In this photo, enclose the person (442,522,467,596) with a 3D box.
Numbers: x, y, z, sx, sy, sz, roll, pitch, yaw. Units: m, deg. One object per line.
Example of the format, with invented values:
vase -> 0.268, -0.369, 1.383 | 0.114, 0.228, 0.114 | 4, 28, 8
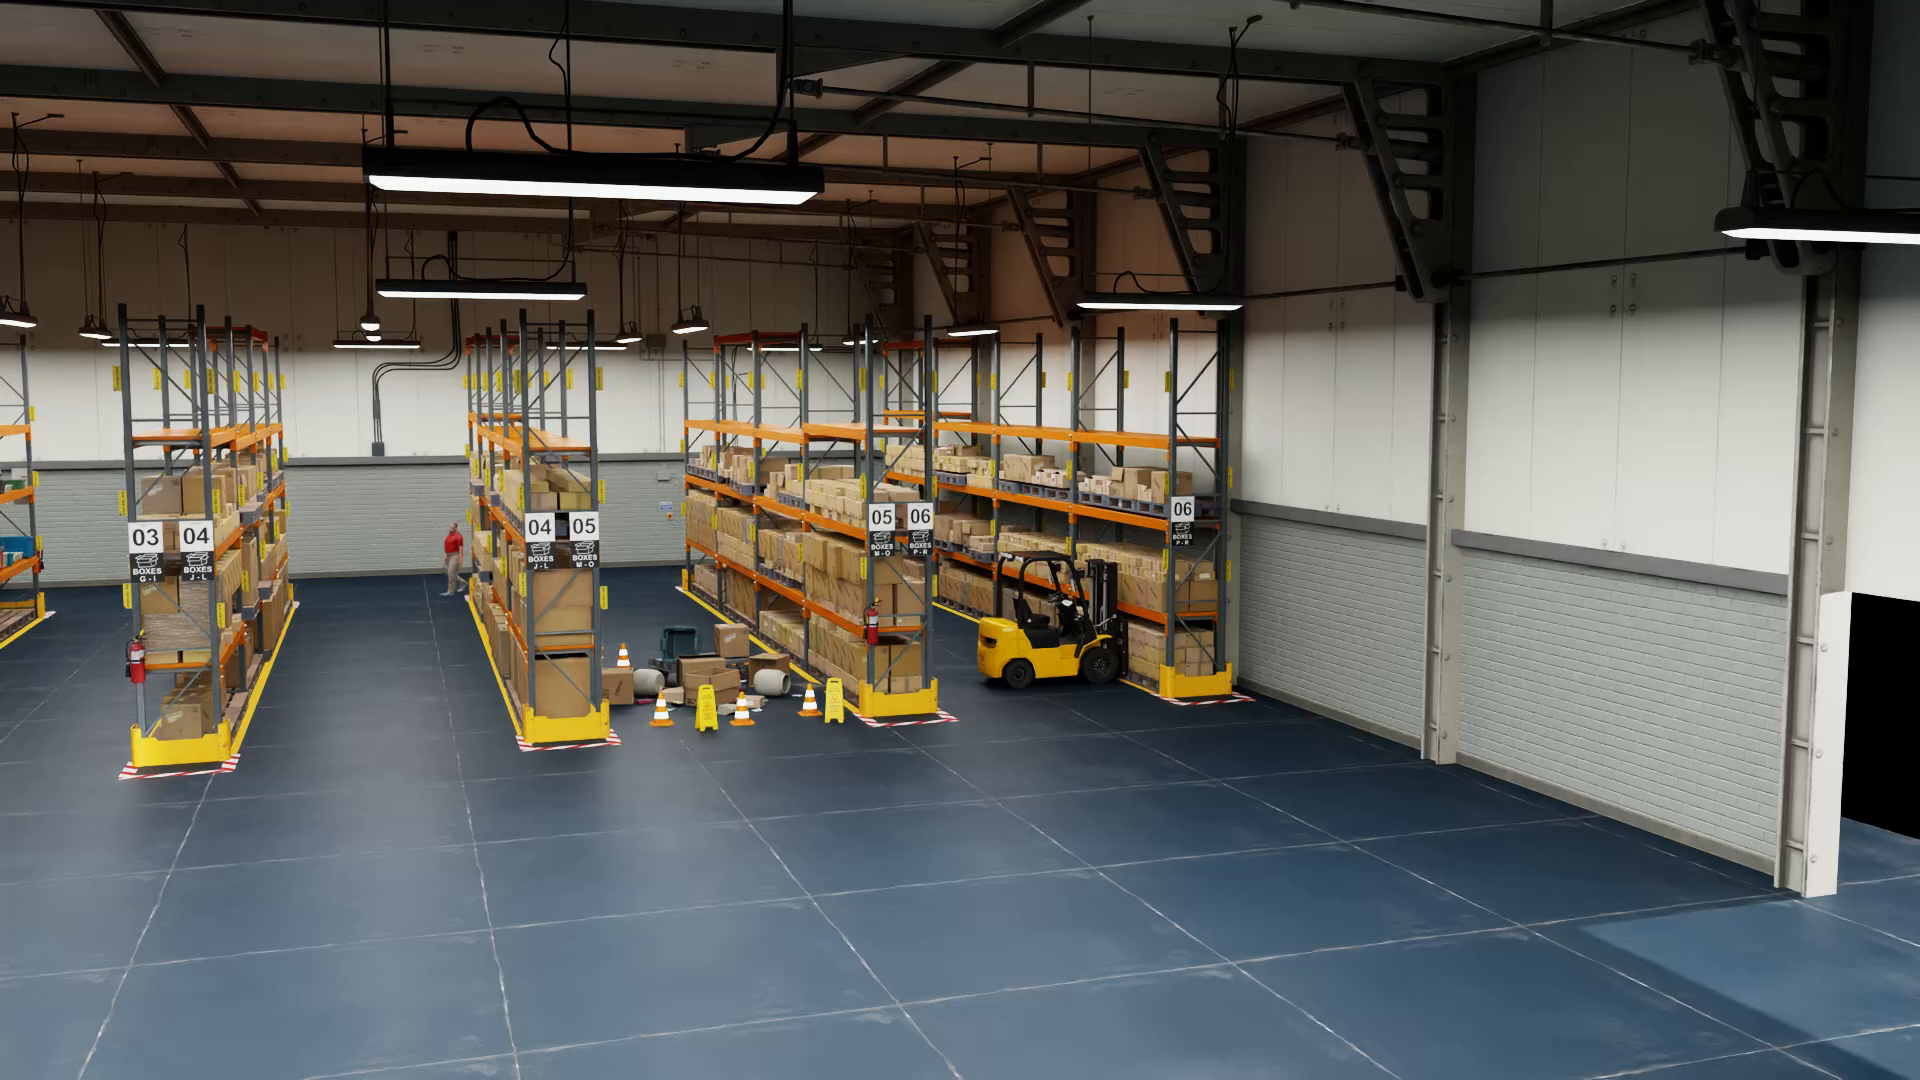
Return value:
person -> -11.906, 0.431, 39.132 | 0.552, 1.703, 0.779 | 5, 7, 40
